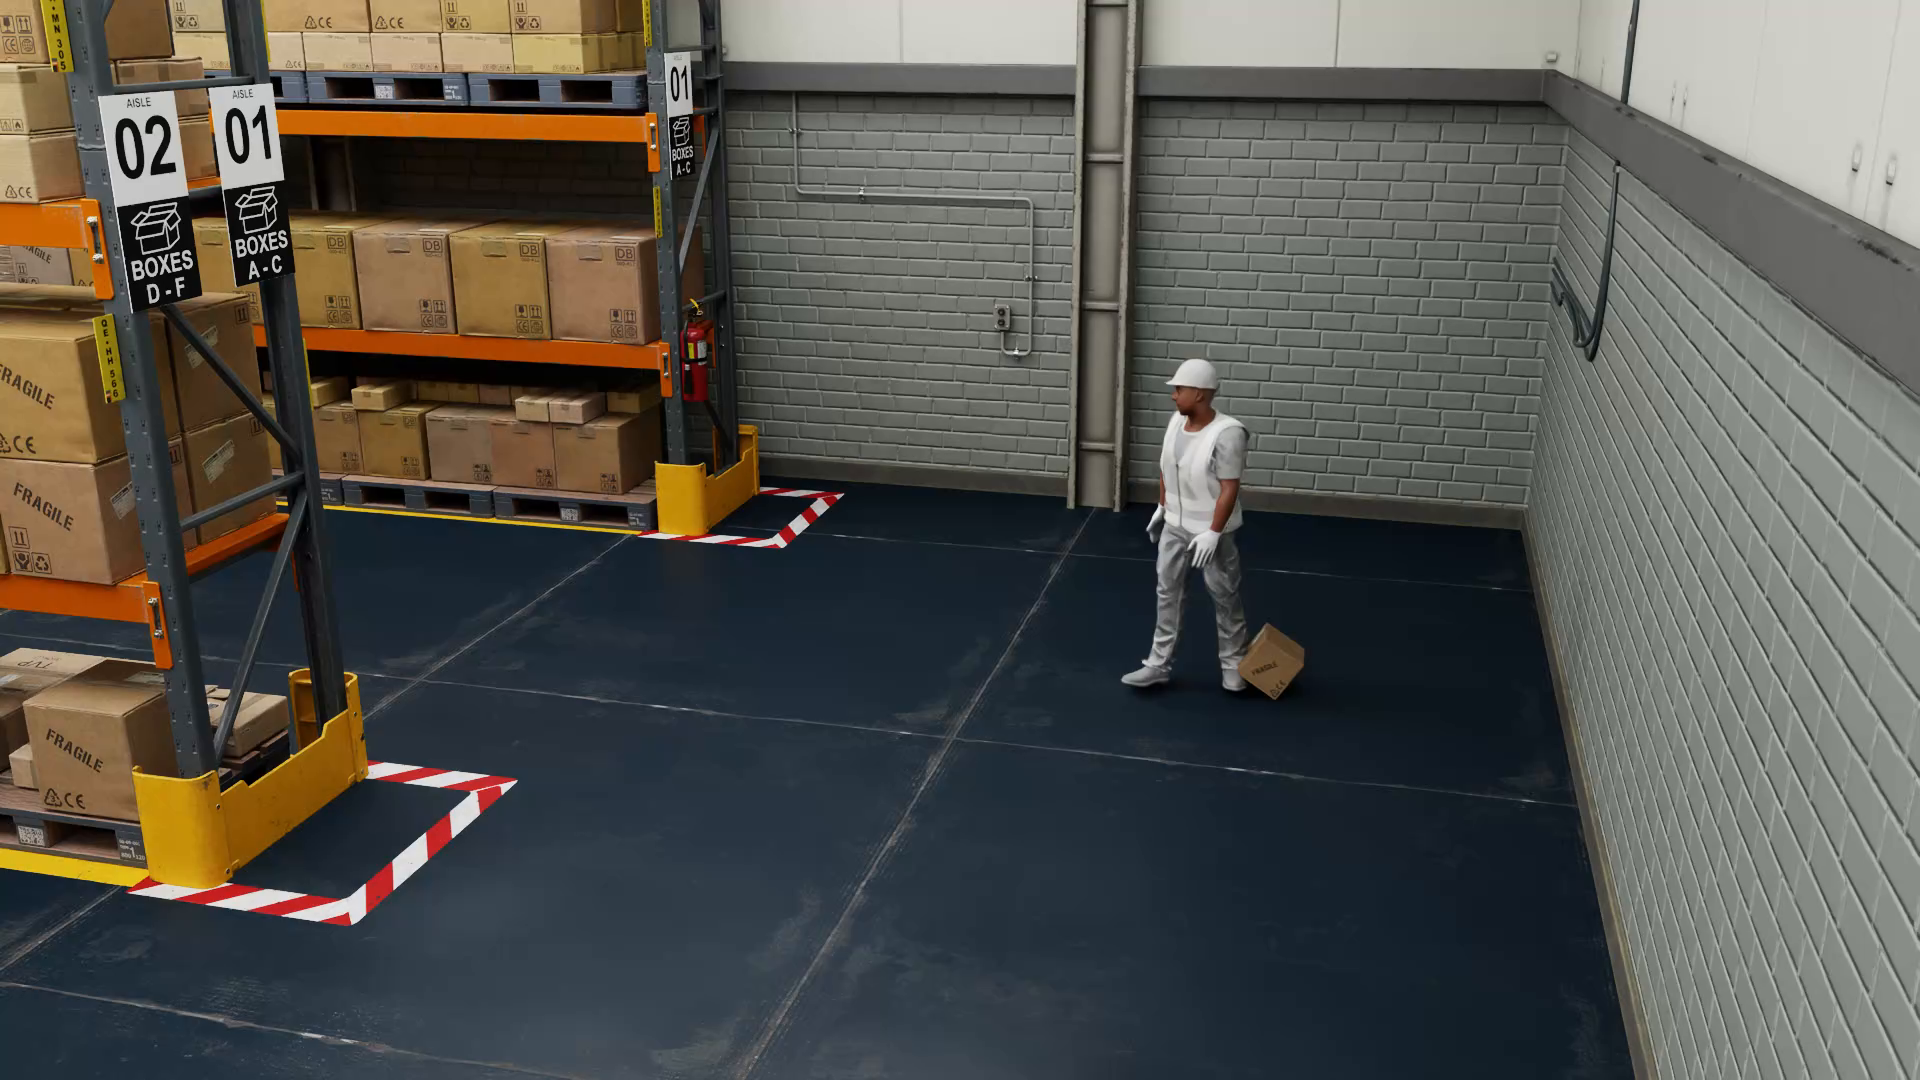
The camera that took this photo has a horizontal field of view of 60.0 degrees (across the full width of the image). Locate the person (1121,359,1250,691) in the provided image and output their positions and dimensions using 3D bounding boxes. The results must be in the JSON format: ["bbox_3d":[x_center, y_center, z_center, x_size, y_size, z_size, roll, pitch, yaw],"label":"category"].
[{"bbox_3d":[1.200,-0.067,8.670,0.653,1.780,0.638,-14,23,-37],"label":"person"}]
